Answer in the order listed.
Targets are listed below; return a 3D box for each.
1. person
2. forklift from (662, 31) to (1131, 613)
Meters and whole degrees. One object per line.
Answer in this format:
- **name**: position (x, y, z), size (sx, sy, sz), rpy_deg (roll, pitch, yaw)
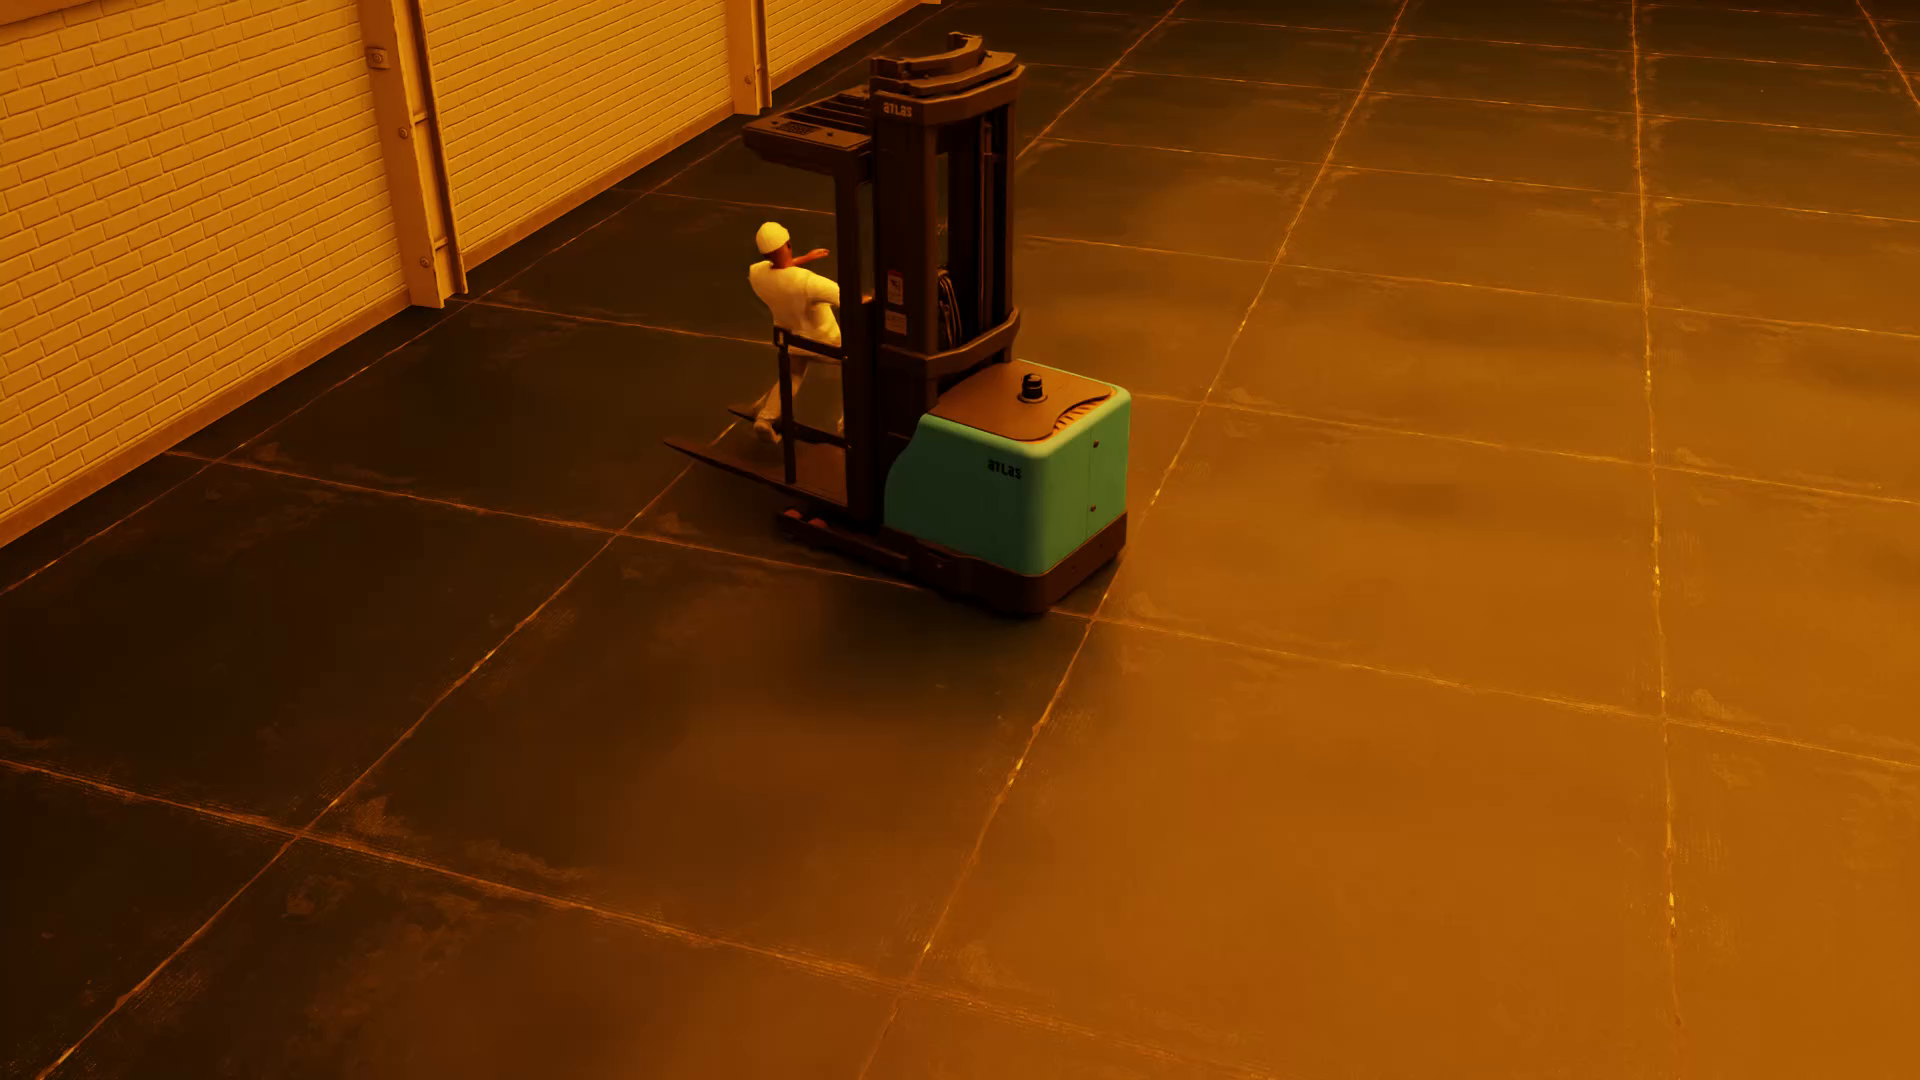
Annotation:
- **person**: position (-0.830, -1.330, 10.674), size (0.958, 1.565, 0.822), rpy_deg (16, 33, 26)
- **forklift**: position (-0.511, -1.428, 9.641), size (3.031, 2.935, 1.130), rpy_deg (19, 35, 30)
